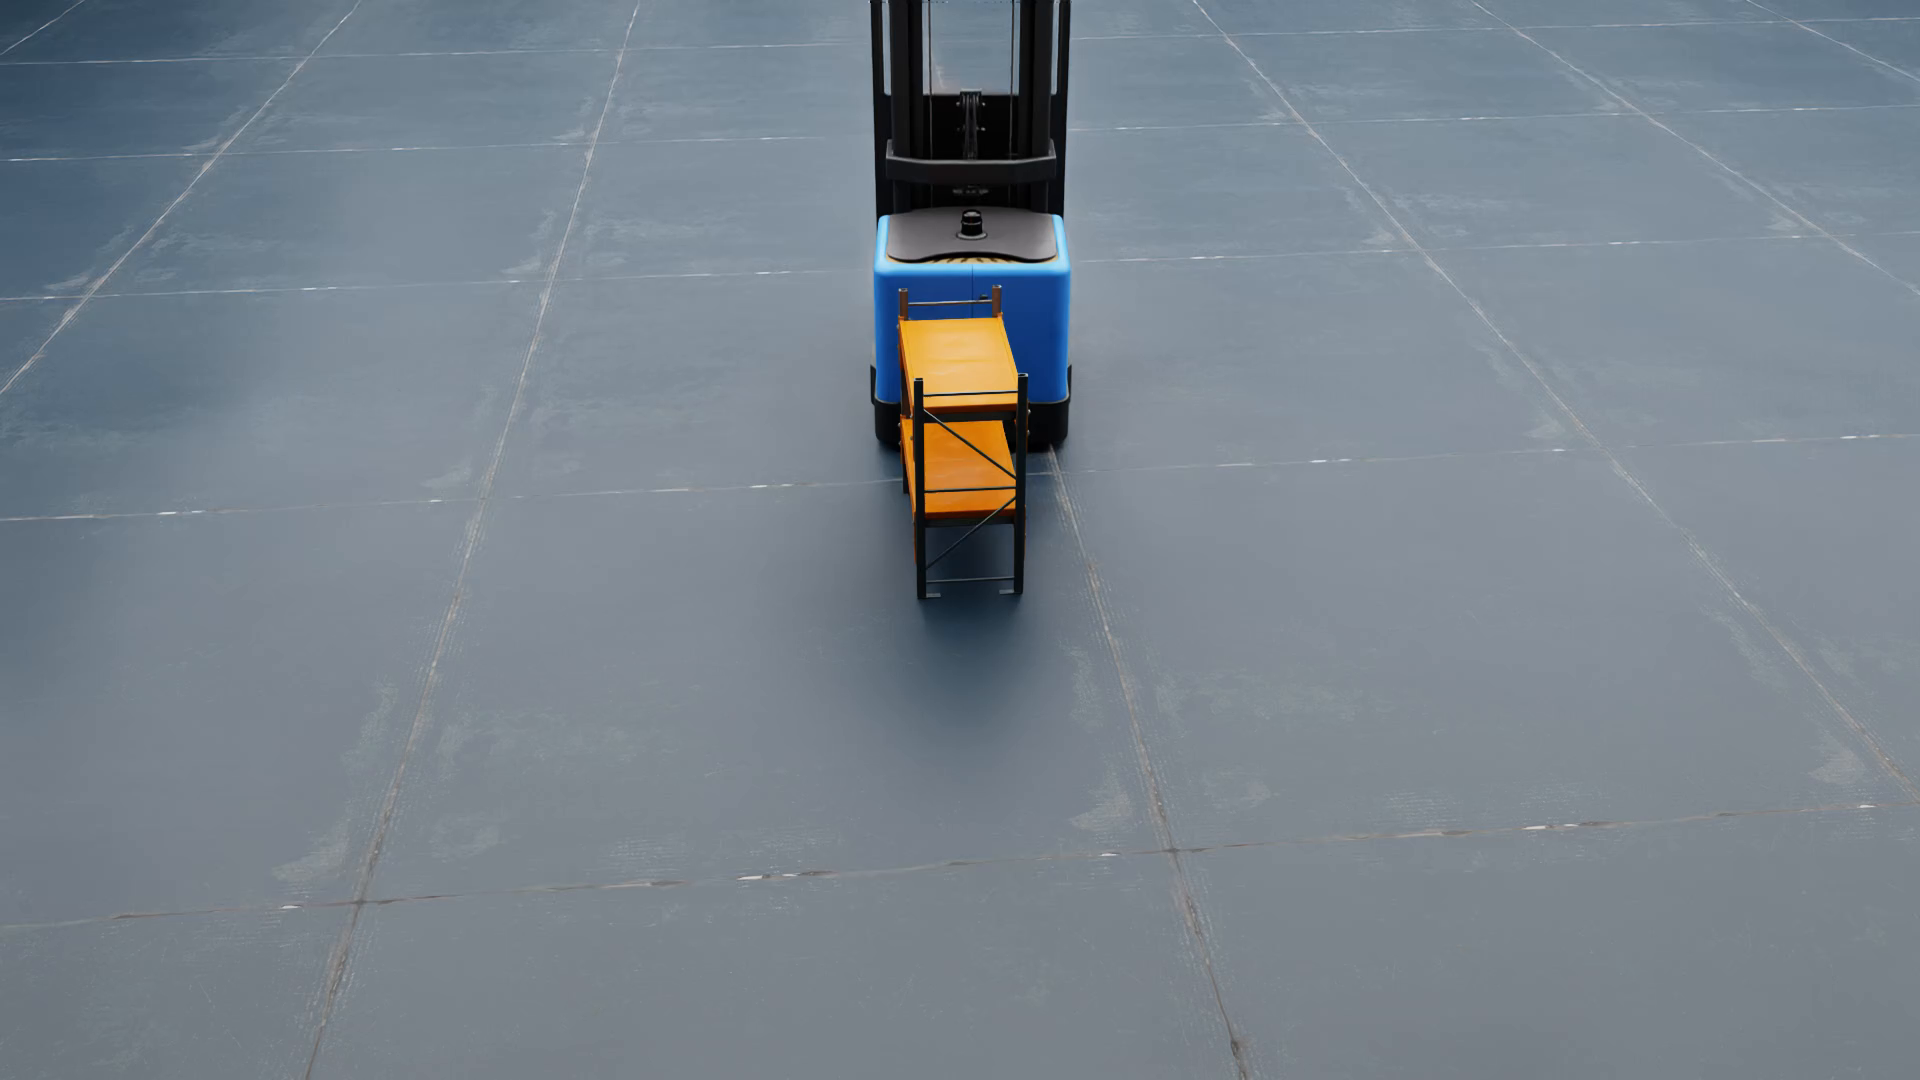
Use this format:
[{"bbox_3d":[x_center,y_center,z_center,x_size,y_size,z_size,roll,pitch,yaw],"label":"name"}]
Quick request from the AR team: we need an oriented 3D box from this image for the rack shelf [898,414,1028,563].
[{"bbox_3d":[-0.001,-0.276,8.093,0.538,0.278,1.000,-3,31,-5],"label":"rack shelf"}]

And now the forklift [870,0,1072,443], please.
[{"bbox_3d":[0.055,-2.496,9.570,1.130,2.935,3.031,0,31,0],"label":"forklift"}]

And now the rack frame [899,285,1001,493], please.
[{"bbox_3d":[-0.048,-0.746,8.402,0.500,1.125,0.032,-3,31,-5],"label":"rack frame"}]

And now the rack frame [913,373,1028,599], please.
[{"bbox_3d":[0.047,-0.227,7.533,0.500,1.125,0.032,-3,31,-5],"label":"rack frame"}]

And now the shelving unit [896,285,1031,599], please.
[{"bbox_3d":[-0.001,-0.486,7.967,0.538,1.125,1.048,-3,31,-5],"label":"shelving unit"}]

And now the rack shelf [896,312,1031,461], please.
[{"bbox_3d":[-0.001,-0.738,7.817,0.538,0.278,1.000,-3,31,-5],"label":"rack shelf"}]
